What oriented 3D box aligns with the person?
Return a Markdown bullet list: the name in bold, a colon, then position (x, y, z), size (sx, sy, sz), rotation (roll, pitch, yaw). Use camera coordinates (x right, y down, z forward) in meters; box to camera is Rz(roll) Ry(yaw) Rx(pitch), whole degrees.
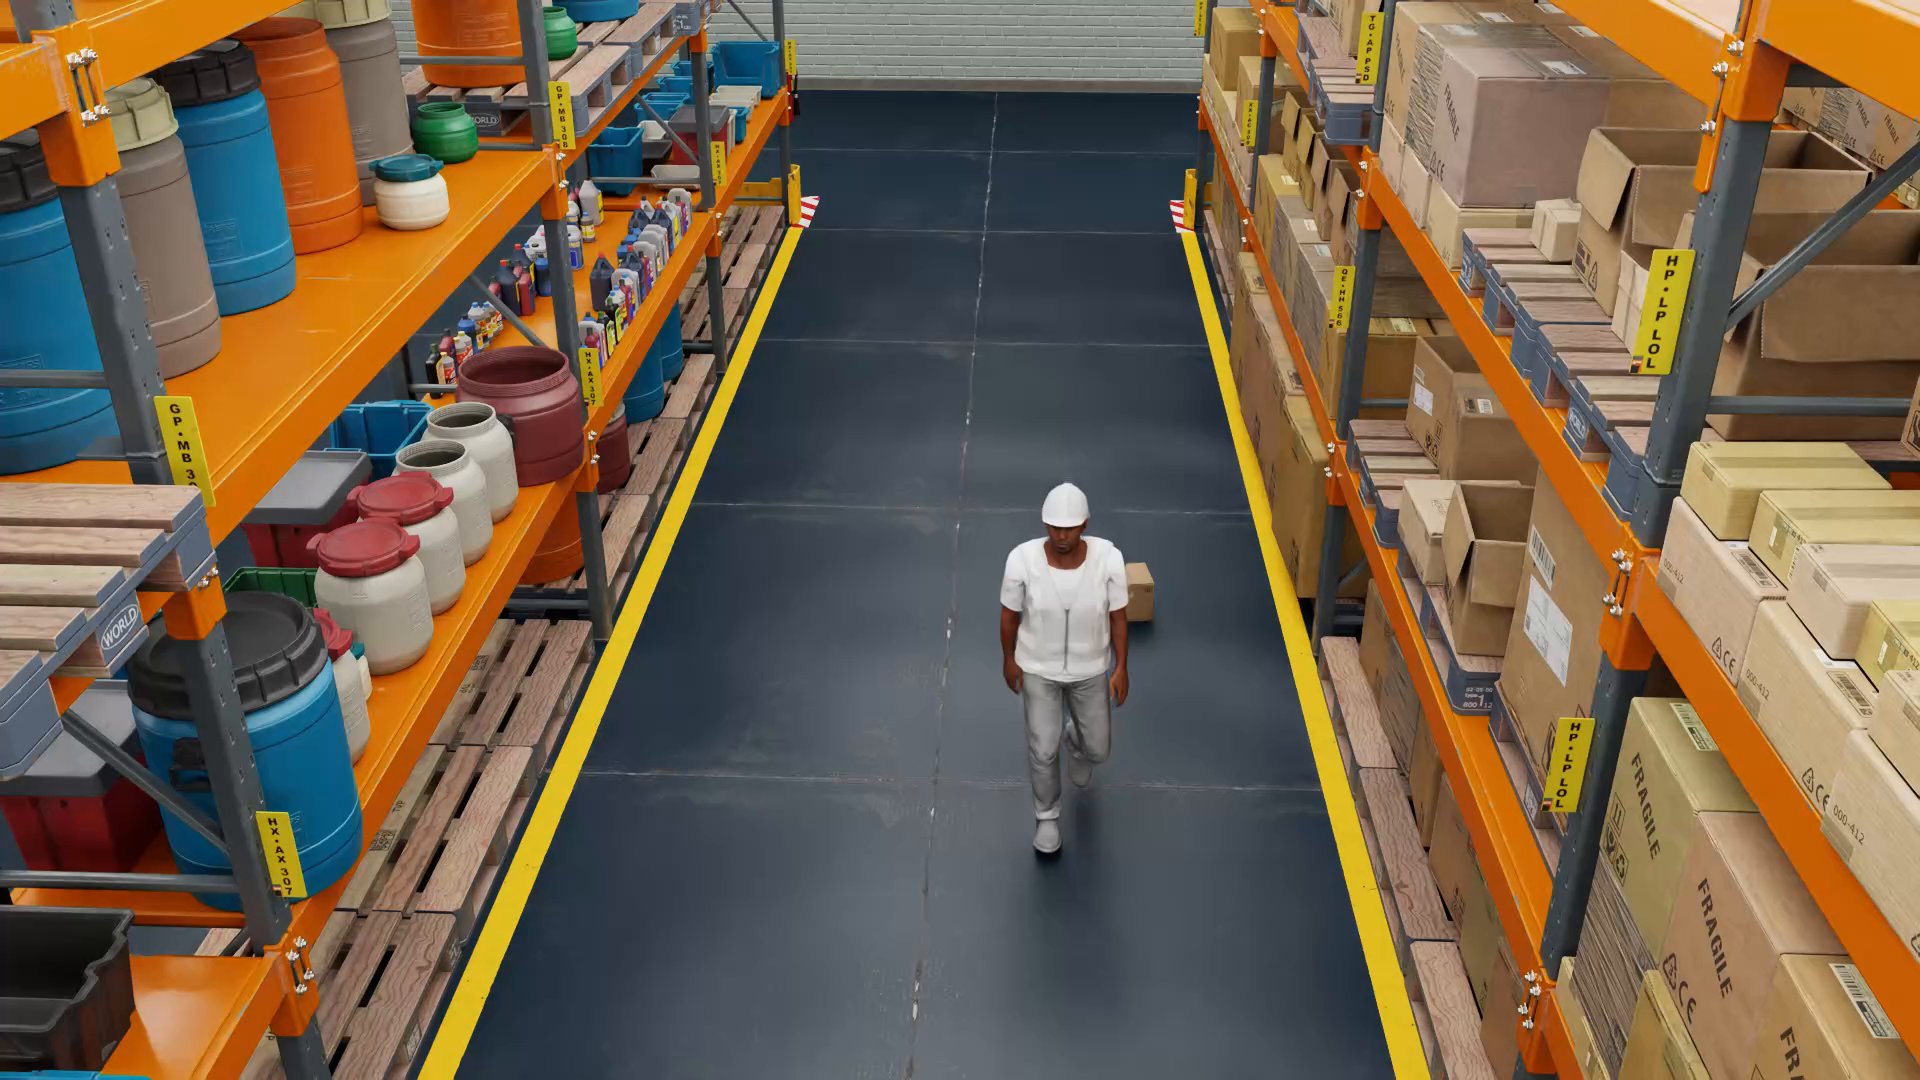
- **person**: position (0.471, 0.543, 7.516), size (0.584, 1.751, 0.649), rotation (0, 28, -1)
